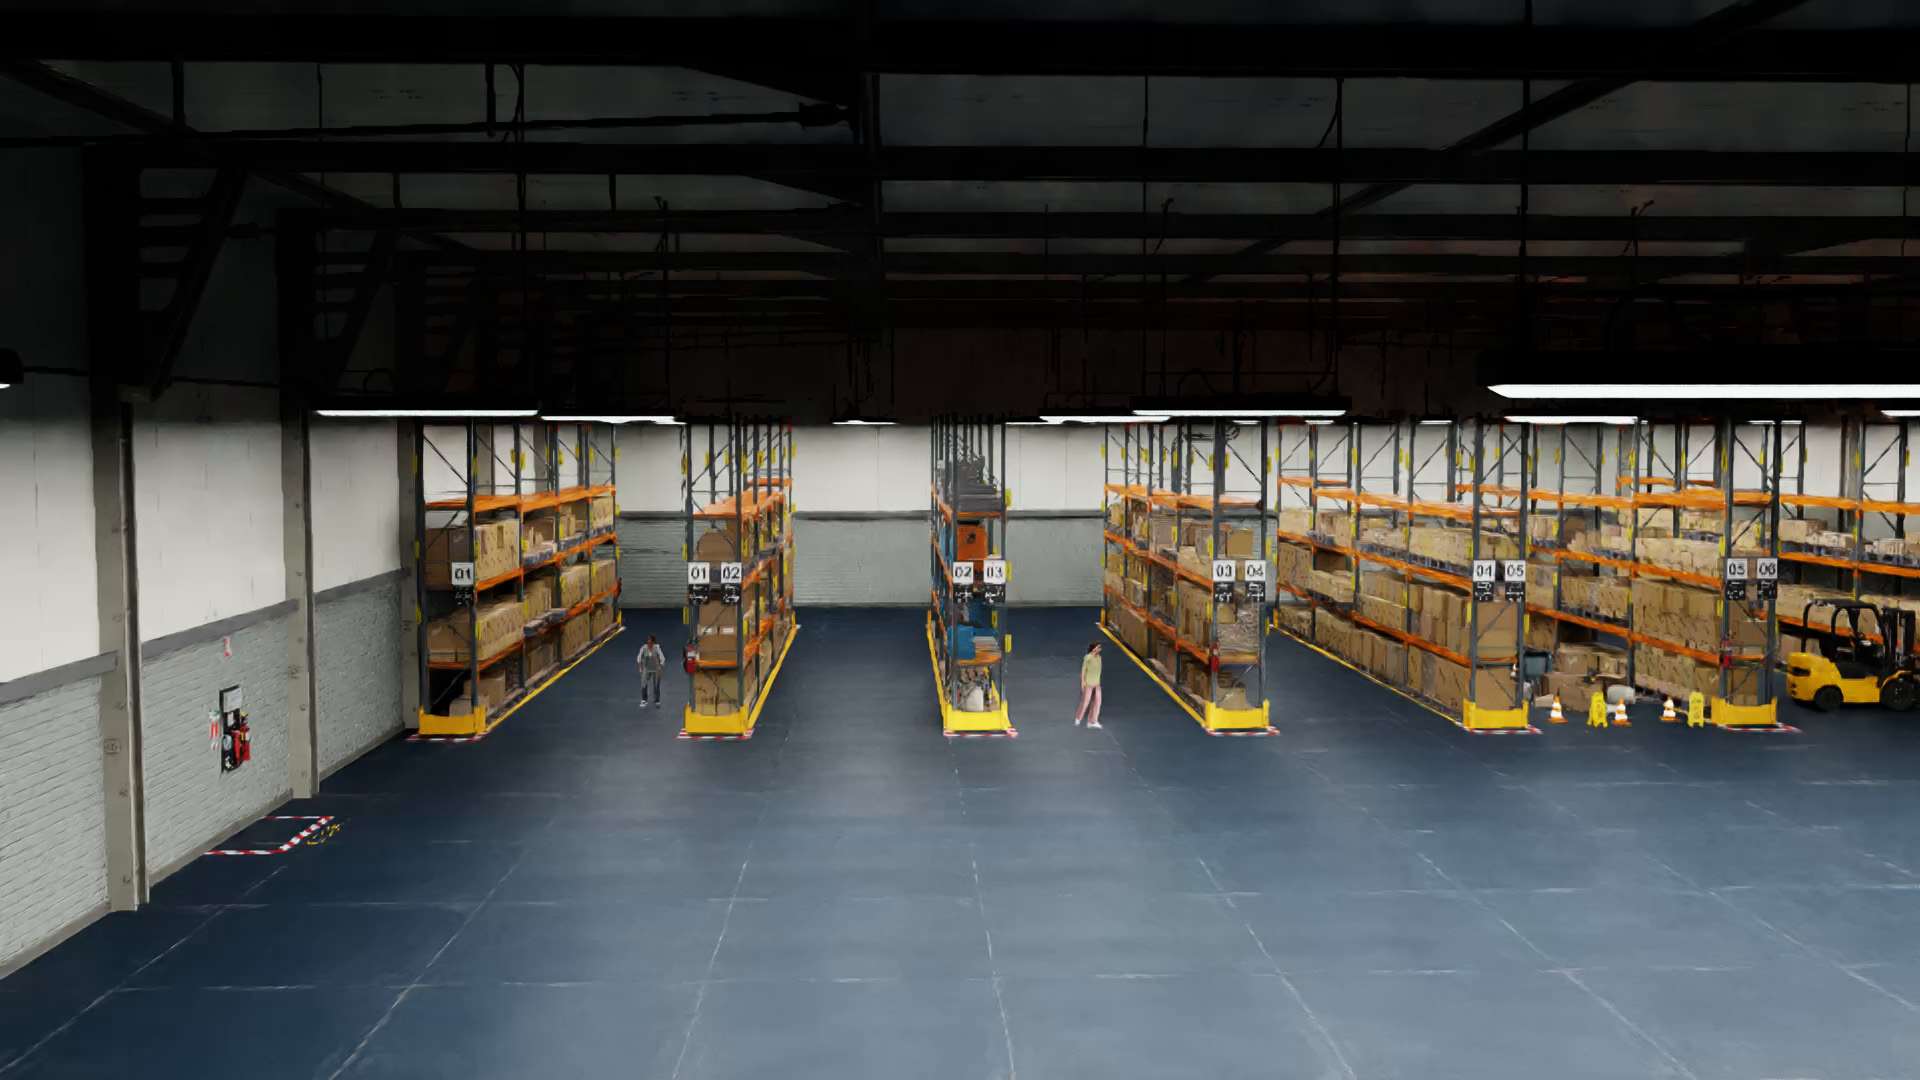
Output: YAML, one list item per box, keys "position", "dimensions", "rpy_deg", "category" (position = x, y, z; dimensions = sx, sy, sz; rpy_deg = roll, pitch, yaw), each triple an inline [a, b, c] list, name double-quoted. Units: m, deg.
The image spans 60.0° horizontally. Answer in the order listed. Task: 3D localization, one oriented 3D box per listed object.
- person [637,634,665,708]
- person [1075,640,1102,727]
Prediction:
- position: [-6.288, 2.657, 33.834]
  dimensions: [0.566, 1.541, 0.519]
  rpy_deg: [0, 4, -5]
  category: "person"
- position: [2.462, 2.733, 31.819]
  dimensions: [0.500, 1.657, 0.551]
  rpy_deg: [-3, 5, -38]
  category: "person"
